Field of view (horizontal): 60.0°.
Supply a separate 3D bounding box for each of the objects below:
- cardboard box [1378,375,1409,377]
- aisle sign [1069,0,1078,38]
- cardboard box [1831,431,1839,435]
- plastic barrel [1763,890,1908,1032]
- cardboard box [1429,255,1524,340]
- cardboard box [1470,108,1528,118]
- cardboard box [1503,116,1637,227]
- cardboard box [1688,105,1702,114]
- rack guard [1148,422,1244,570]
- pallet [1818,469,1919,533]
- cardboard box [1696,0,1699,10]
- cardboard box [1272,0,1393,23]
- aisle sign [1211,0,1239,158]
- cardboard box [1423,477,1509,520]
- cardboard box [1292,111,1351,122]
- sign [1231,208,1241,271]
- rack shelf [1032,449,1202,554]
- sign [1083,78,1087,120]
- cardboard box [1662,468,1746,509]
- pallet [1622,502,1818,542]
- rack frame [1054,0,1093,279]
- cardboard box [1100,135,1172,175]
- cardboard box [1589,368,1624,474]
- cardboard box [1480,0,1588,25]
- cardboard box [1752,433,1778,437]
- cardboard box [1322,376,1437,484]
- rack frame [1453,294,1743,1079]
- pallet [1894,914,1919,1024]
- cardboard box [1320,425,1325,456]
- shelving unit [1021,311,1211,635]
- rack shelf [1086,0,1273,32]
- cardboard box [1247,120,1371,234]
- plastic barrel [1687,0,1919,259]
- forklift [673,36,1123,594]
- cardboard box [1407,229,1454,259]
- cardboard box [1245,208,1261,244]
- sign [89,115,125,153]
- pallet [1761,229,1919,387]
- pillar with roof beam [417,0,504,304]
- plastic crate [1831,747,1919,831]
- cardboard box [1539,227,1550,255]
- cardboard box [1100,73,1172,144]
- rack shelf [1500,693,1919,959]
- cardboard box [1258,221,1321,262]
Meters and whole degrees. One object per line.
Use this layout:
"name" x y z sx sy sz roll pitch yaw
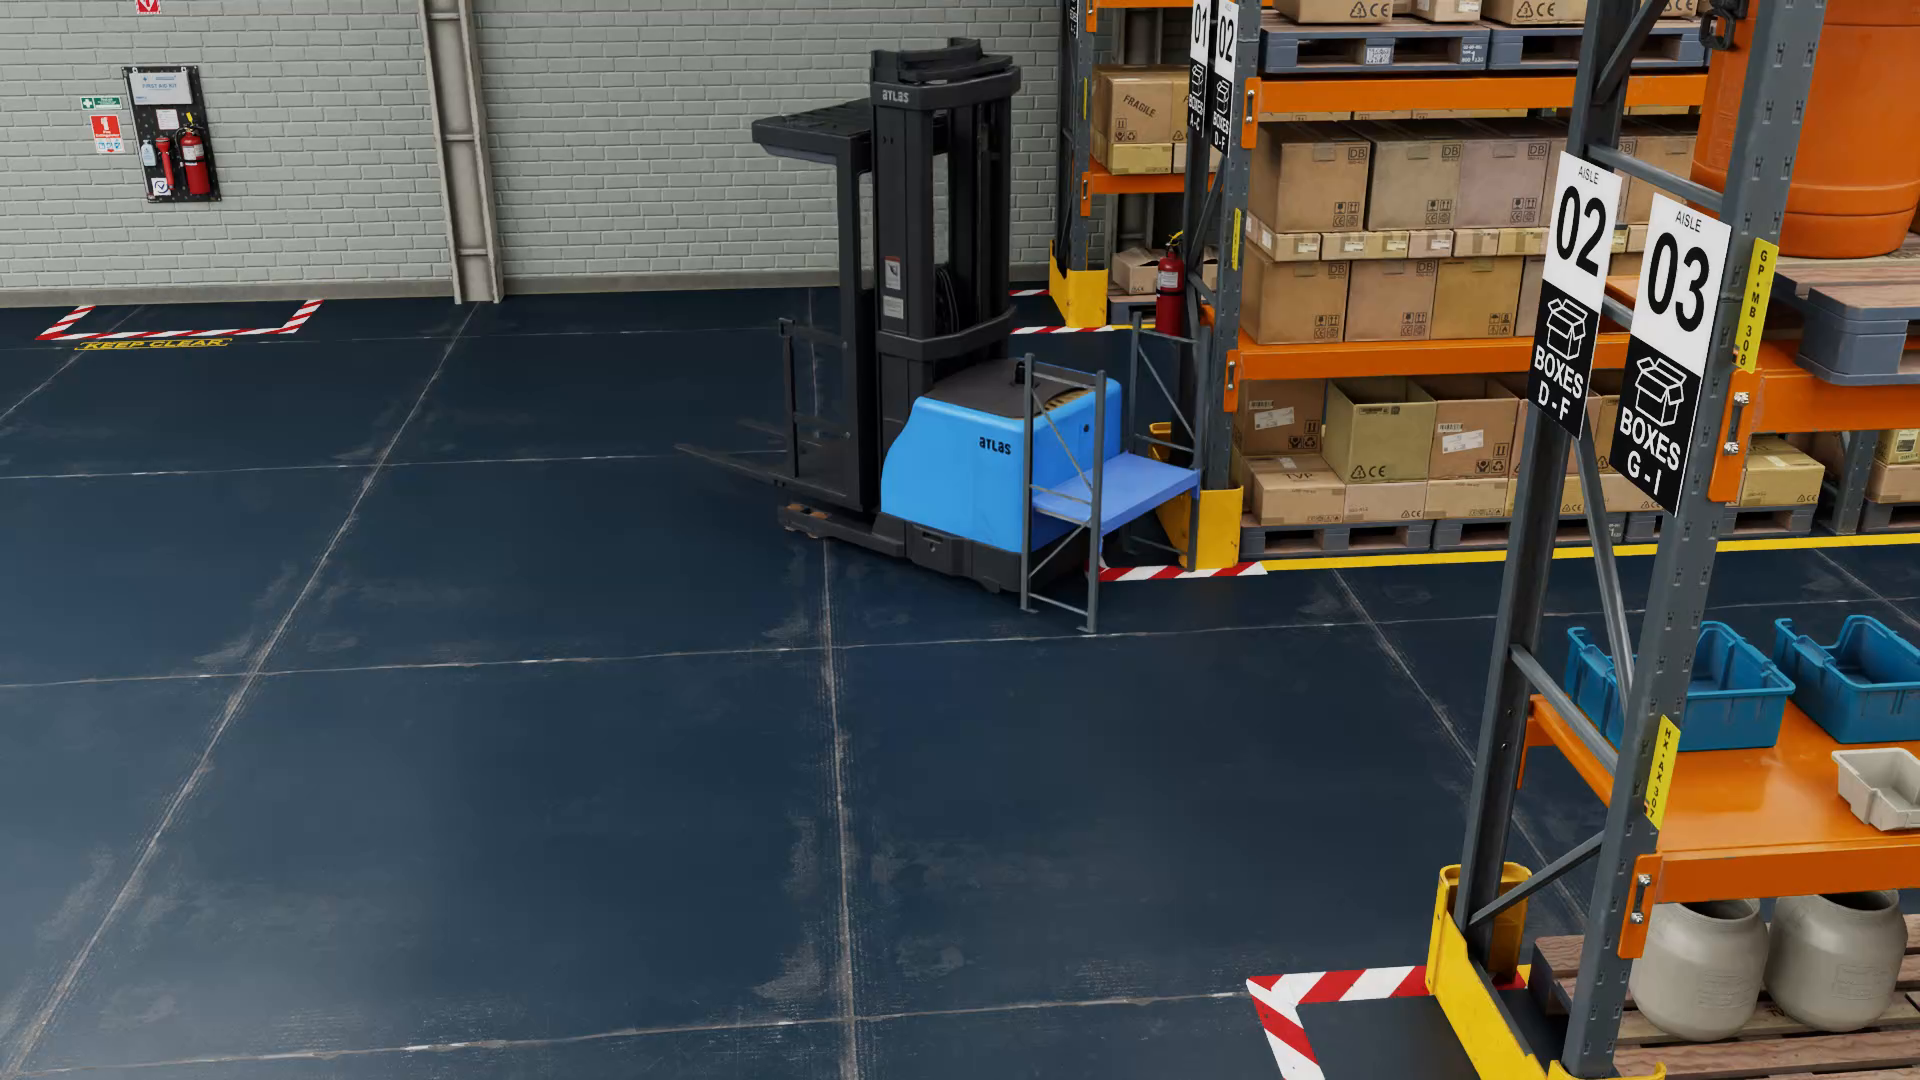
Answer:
"cardboard box" 2.959 -0.902 10.532 0.500 0.500 0.500 -2 24 -5
"aisle sign" 0.928 -4.503 13.486 0.004 0.787 0.394 -2 24 -5
"cardboard box" 5.816 -0.920 10.805 0.500 0.311 0.500 -2 24 -5
"plastic barrel" 3.090 1.433 5.878 0.421 0.512 0.421 0 24 0
"cardboard box" 2.944 -1.536 9.890 0.500 0.500 0.700 -2 24 -5
"cardboard box" 4.511 -3.738 14.203 0.500 0.500 0.500 -2 24 -5
"cardboard box" 3.502 -2.154 9.684 0.500 0.500 0.700 -2 24 -5
"cardboard box" 6.670 -3.910 14.689 0.500 0.500 0.700 1 24 2
"rack guard" 1.437 -0.293 10.295 0.348 0.500 1.175 -2 24 -5
"pallet" 6.171 -0.367 10.816 1.213 0.211 1.003 -2 24 -5
"cardboard box" 4.377 -3.247 9.590 0.500 0.311 0.500 -4 24 -8
"cardboard box" 2.033 -3.132 9.093 0.637 0.503 0.797 -1 24 -1
"aisle sign" 1.426 -2.498 8.977 0.004 0.787 0.394 -2 24 -5
"cardboard box" 3.011 -0.345 10.201 0.500 0.250 0.500 -2 24 -5
"cardboard box" 2.995 -3.679 14.070 0.500 0.500 0.500 -2 24 -3
"sign" 1.510 -1.644 9.092 0.005 0.325 0.100 -2 24 -5
"rack shelf" 0.868 -0.233 9.368 0.538 0.185 1.000 18 30 35
"sign" 1.024 -3.615 13.624 0.005 0.325 0.100 -2 24 -5
"cardboard box" 4.503 -0.409 10.345 0.500 0.250 0.500 -2 24 -5
"pallet" 4.646 -0.307 10.681 1.213 0.211 1.003 -2 24 -5
"rack frame" 0.970 -3.439 14.294 0.127 3.000 1.000 -2 24 -5
"cardboard box" 1.487 -3.270 14.075 0.500 0.250 0.500 -3 24 -7
"cardboard box" 4.006 -0.731 10.146 0.500 0.500 0.500 -2 24 -5
"cardboard box" 3.141 -3.065 8.946 0.500 0.500 0.500 -2 24 -5
"cardboard box" 4.949 -0.982 10.712 0.500 0.500 0.500 -2 24 -5
"cardboard box" 2.514 -0.667 10.002 0.500 0.500 0.500 -2 24 -5
"rack frame" 1.944 0.566 5.284 0.127 3.000 1.000 -2 24 -5
"pallet" 4.035 1.740 6.075 1.213 0.211 1.003 -2 24 -5
"cardboard box" 2.462 -0.538 10.635 0.500 0.250 0.500 -2 24 -5
"shelving unit" 0.868 -0.397 9.295 0.538 1.500 1.048 18 30 35
"rack shelf" 2.961 -4.561 14.010 4.000 0.370 1.077 -2 24 -5
"cardboard box" 1.979 -2.091 9.540 0.500 0.500 0.700 -2 24 -5
"plastic barrel" 2.415 -1.264 4.662 0.708 0.830 0.600 -2 24 -5
"forklift" -0.514 -1.499 10.014 3.031 2.935 1.130 17 29 34
"cardboard box" 2.635 -1.738 9.544 0.250 0.149 0.380 -3 24 -6
"cardboard box" 1.822 -1.871 9.845 0.250 0.149 0.380 -3 24 -6
"sign" -7.412 -3.529 14.454 0.234 0.329 0.001 -2 24 -5
"pallet" 2.777 -0.712 4.699 1.213 0.211 1.003 -2 24 -5
"pillar with roof beam" -3.966 -4.578 9.471 0.400 9.000 9.100 -2 24 -5
"plastic crate" 2.866 0.780 5.126 0.250 0.136 0.298 -2 24 -5
"cardboard box" 3.402 -1.768 9.614 0.250 0.149 0.380 -2 24 -5
"cardboard box" 1.475 -3.620 13.937 0.500 0.500 0.500 -2 24 -5
"rack shelf" 3.934 0.815 5.610 4.000 0.370 1.077 -2 24 -5
"cardboard box" 1.873 -1.707 9.476 0.250 0.149 0.380 -2 24 -6
